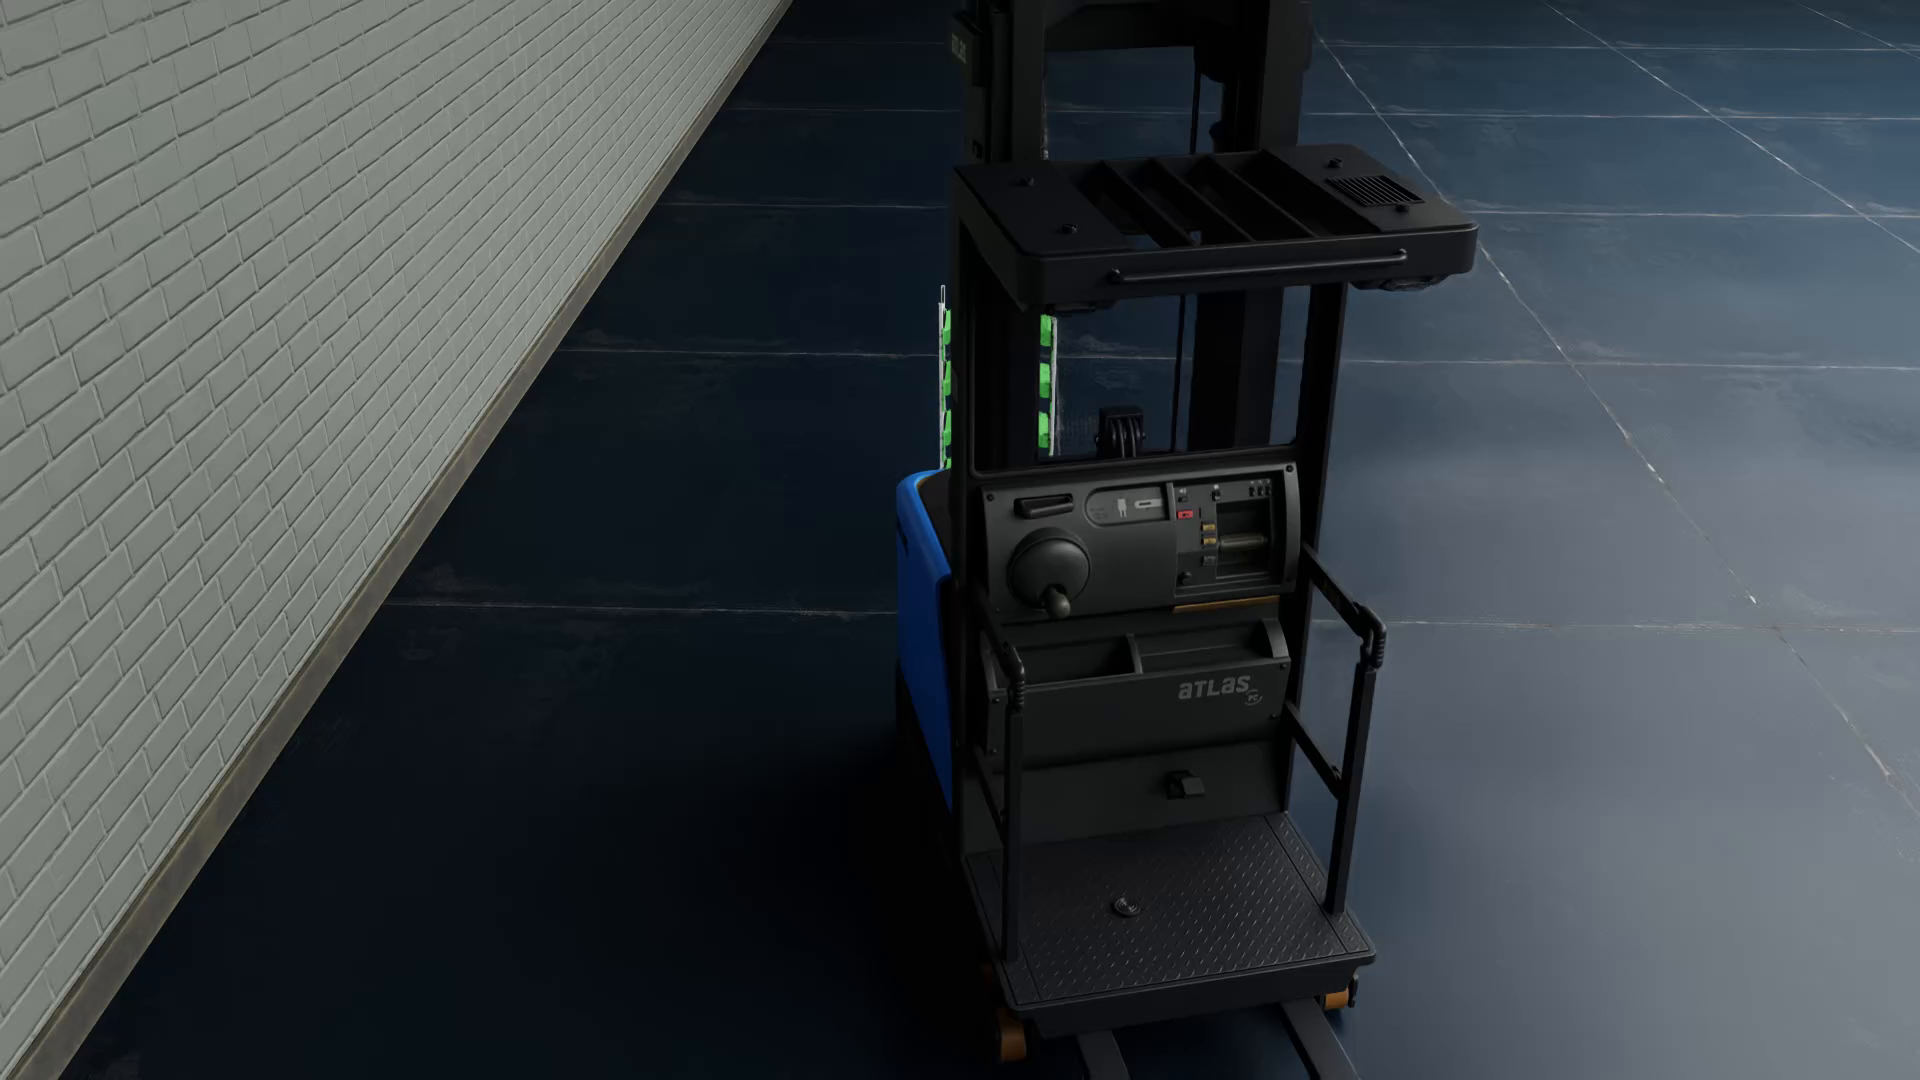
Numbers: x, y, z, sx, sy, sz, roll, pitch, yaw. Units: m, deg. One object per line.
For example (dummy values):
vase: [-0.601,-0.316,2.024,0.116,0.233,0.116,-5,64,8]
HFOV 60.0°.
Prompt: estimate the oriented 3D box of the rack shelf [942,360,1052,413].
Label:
rack shelf: [0.165,-0.683,7.381,0.480,0.148,0.258,1,28,2]

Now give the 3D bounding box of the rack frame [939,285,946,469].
rack frame: [-0.078,-0.531,7.471,0.015,1.200,0.240,1,28,2]

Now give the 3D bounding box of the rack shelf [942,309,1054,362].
rack shelf: [0.165,-0.895,7.269,0.480,0.148,0.258,1,28,2]

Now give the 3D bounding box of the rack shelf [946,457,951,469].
rack shelf: [0.165,-0.259,7.606,0.480,0.148,0.258,1,28,2]

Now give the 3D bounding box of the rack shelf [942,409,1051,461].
rack shelf: [0.165,-0.471,7.494,0.480,0.148,0.258,1,28,2]

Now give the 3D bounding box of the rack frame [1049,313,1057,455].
rack frame: [0.409,-0.523,7.456,0.015,1.200,0.240,1,28,2]

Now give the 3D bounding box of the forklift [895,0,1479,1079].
forklift: [0.568,0.040,4.546,1.130,2.935,3.031,-6,28,-11]

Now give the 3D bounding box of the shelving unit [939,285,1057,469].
shelving unit: [0.165,-0.527,7.464,0.503,1.200,0.258,1,28,2]
